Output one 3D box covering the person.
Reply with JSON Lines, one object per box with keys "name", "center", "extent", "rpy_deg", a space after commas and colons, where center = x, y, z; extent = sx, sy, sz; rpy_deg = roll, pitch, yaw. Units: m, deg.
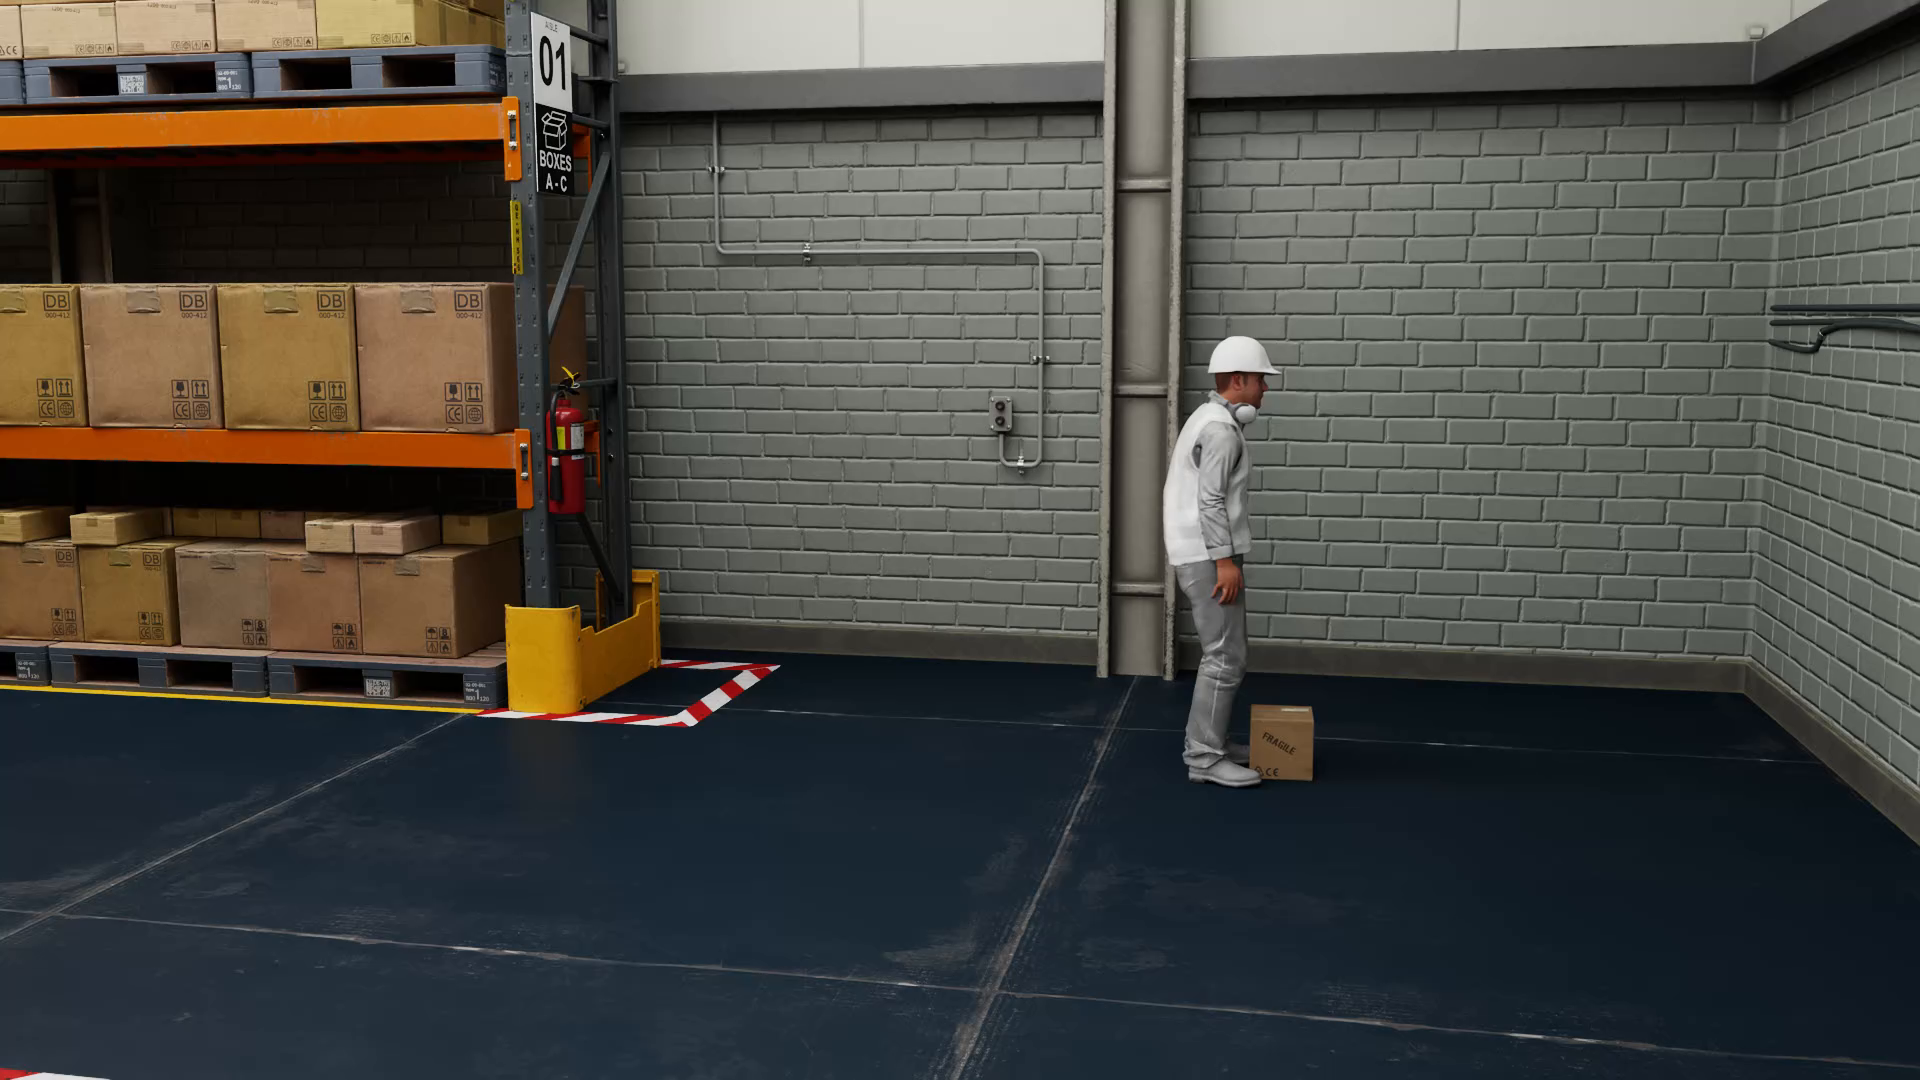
{"name": "person", "center": [1.052, 0.067, 6.736], "extent": [0.465, 1.769, 0.582], "rpy_deg": [1, 8, 8]}
